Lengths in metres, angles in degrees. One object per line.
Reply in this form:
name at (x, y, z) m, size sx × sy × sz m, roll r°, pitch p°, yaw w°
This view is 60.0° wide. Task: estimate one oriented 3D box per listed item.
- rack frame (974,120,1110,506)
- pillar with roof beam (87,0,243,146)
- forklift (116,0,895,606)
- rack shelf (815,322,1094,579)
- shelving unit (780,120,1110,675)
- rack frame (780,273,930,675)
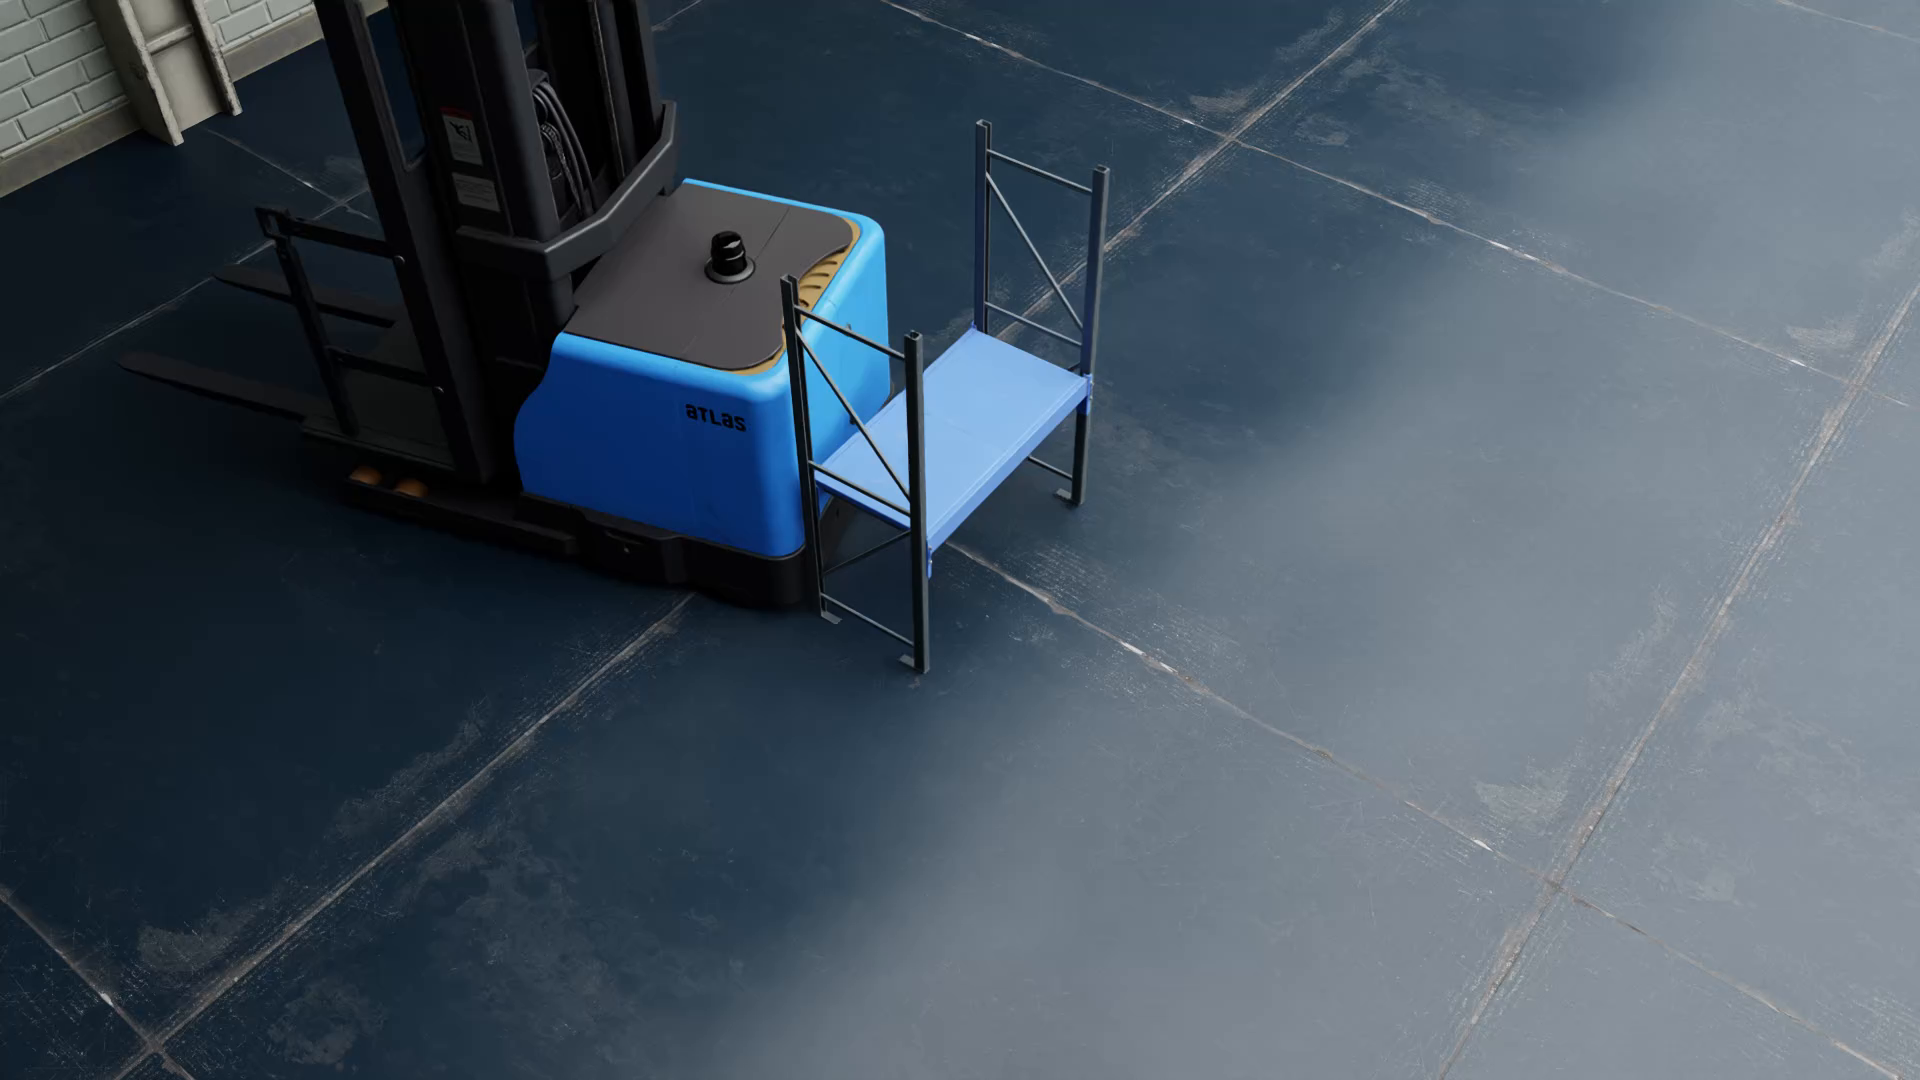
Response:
rack frame at (0.265, -0.762, 5.941) m, size 0.500 × 1.500 × 0.032 m, roll 27°, pitch 52°, yaw 23°
pillar with roof beam at (-0.409, -3.297, 3.176) m, size 9.100 × 9.000 × 0.400 m, roll 29°, pitch 53°, yaw 25°
forklift at (-1.825, -1.429, 5.588) m, size 3.031 × 2.935 × 1.130 m, roll 14°, pitch 48°, yaw 13°
rack shelf at (-0.027, -0.337, 5.783) m, size 0.538 × 0.185 × 1.000 m, roll 27°, pitch 52°, yaw 23°
shelving unit at (-0.027, -0.461, 5.653) m, size 0.538 × 1.500 × 1.048 m, roll 27°, pitch 52°, yaw 23°
rack frame at (-0.319, -0.160, 5.366) m, size 0.500 × 1.500 × 0.032 m, roll 27°, pitch 52°, yaw 23°
